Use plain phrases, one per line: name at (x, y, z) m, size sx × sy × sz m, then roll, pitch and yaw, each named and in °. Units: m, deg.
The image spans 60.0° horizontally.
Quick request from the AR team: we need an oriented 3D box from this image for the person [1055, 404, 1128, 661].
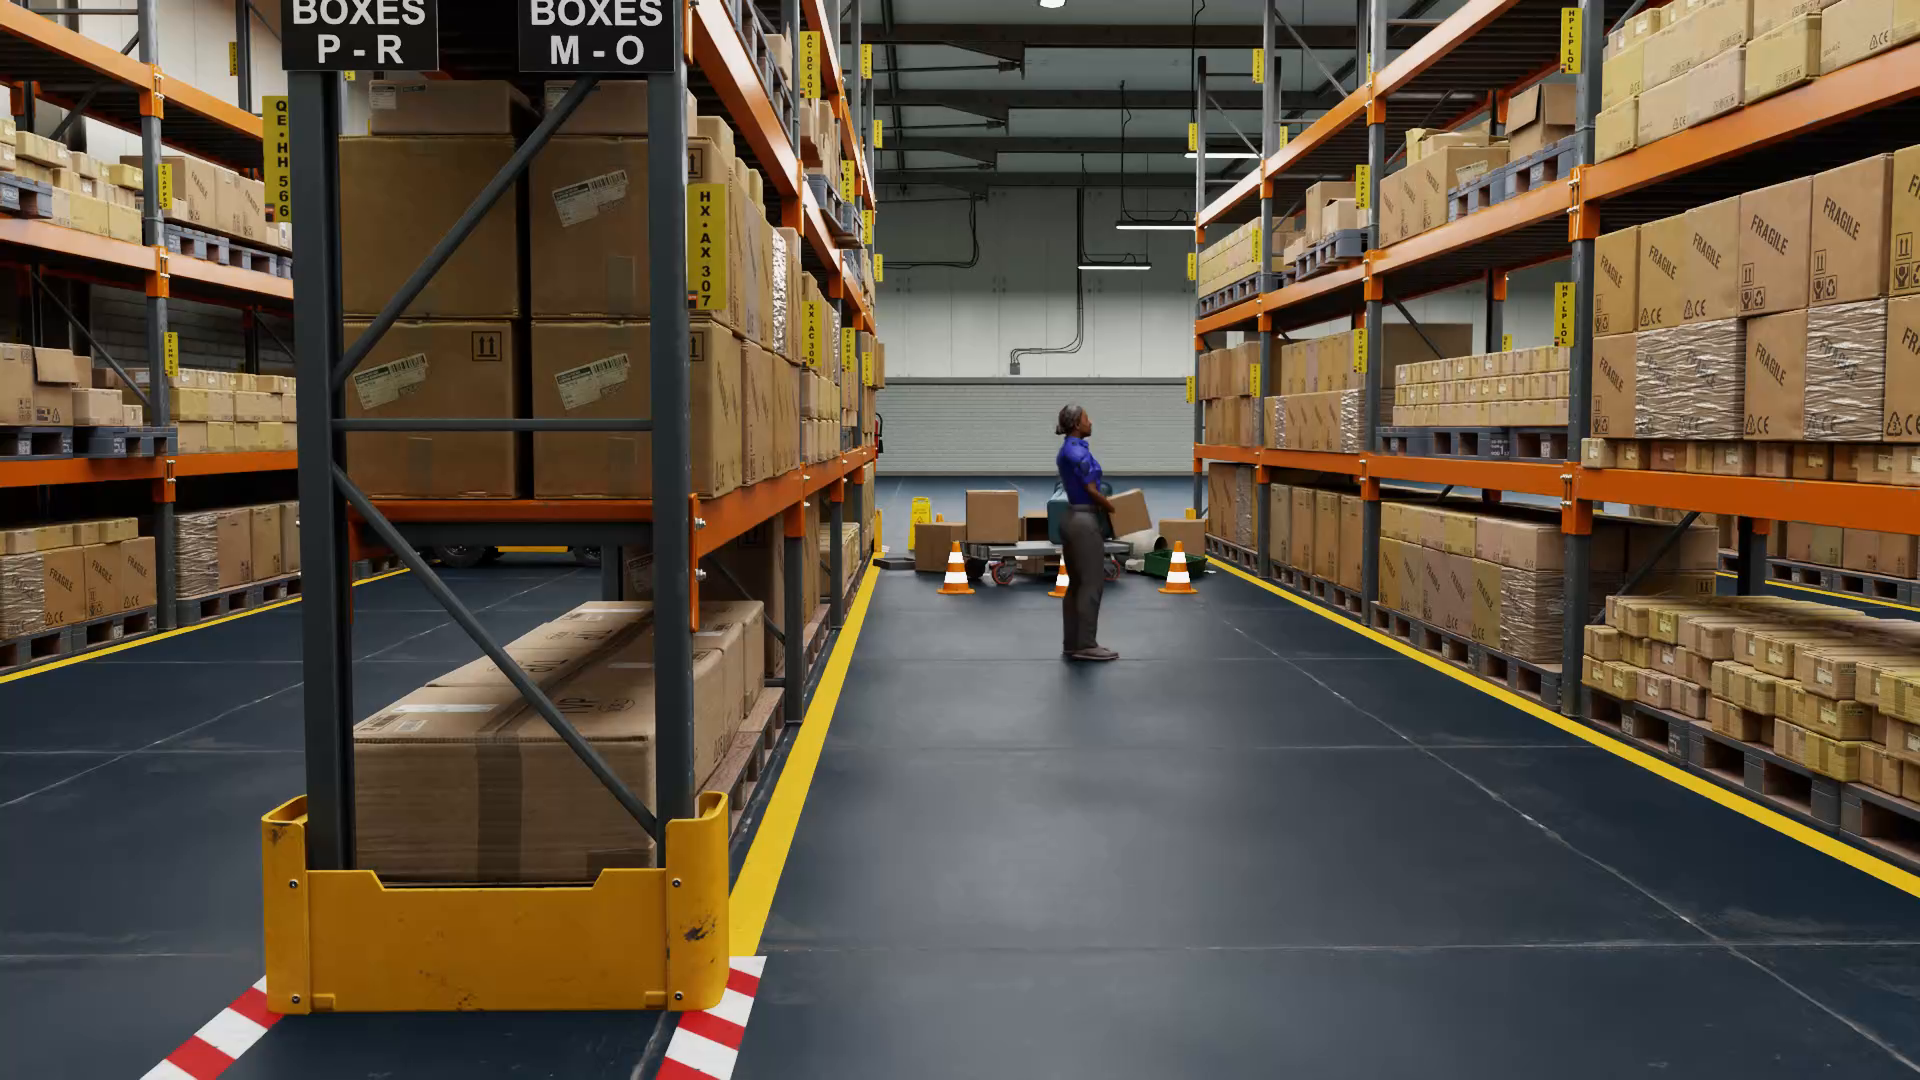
person at (0.869, -0.058, 10.887) m, size 0.503 × 1.656 × 0.479 m, roll -1°, pitch 4°, yaw -8°
